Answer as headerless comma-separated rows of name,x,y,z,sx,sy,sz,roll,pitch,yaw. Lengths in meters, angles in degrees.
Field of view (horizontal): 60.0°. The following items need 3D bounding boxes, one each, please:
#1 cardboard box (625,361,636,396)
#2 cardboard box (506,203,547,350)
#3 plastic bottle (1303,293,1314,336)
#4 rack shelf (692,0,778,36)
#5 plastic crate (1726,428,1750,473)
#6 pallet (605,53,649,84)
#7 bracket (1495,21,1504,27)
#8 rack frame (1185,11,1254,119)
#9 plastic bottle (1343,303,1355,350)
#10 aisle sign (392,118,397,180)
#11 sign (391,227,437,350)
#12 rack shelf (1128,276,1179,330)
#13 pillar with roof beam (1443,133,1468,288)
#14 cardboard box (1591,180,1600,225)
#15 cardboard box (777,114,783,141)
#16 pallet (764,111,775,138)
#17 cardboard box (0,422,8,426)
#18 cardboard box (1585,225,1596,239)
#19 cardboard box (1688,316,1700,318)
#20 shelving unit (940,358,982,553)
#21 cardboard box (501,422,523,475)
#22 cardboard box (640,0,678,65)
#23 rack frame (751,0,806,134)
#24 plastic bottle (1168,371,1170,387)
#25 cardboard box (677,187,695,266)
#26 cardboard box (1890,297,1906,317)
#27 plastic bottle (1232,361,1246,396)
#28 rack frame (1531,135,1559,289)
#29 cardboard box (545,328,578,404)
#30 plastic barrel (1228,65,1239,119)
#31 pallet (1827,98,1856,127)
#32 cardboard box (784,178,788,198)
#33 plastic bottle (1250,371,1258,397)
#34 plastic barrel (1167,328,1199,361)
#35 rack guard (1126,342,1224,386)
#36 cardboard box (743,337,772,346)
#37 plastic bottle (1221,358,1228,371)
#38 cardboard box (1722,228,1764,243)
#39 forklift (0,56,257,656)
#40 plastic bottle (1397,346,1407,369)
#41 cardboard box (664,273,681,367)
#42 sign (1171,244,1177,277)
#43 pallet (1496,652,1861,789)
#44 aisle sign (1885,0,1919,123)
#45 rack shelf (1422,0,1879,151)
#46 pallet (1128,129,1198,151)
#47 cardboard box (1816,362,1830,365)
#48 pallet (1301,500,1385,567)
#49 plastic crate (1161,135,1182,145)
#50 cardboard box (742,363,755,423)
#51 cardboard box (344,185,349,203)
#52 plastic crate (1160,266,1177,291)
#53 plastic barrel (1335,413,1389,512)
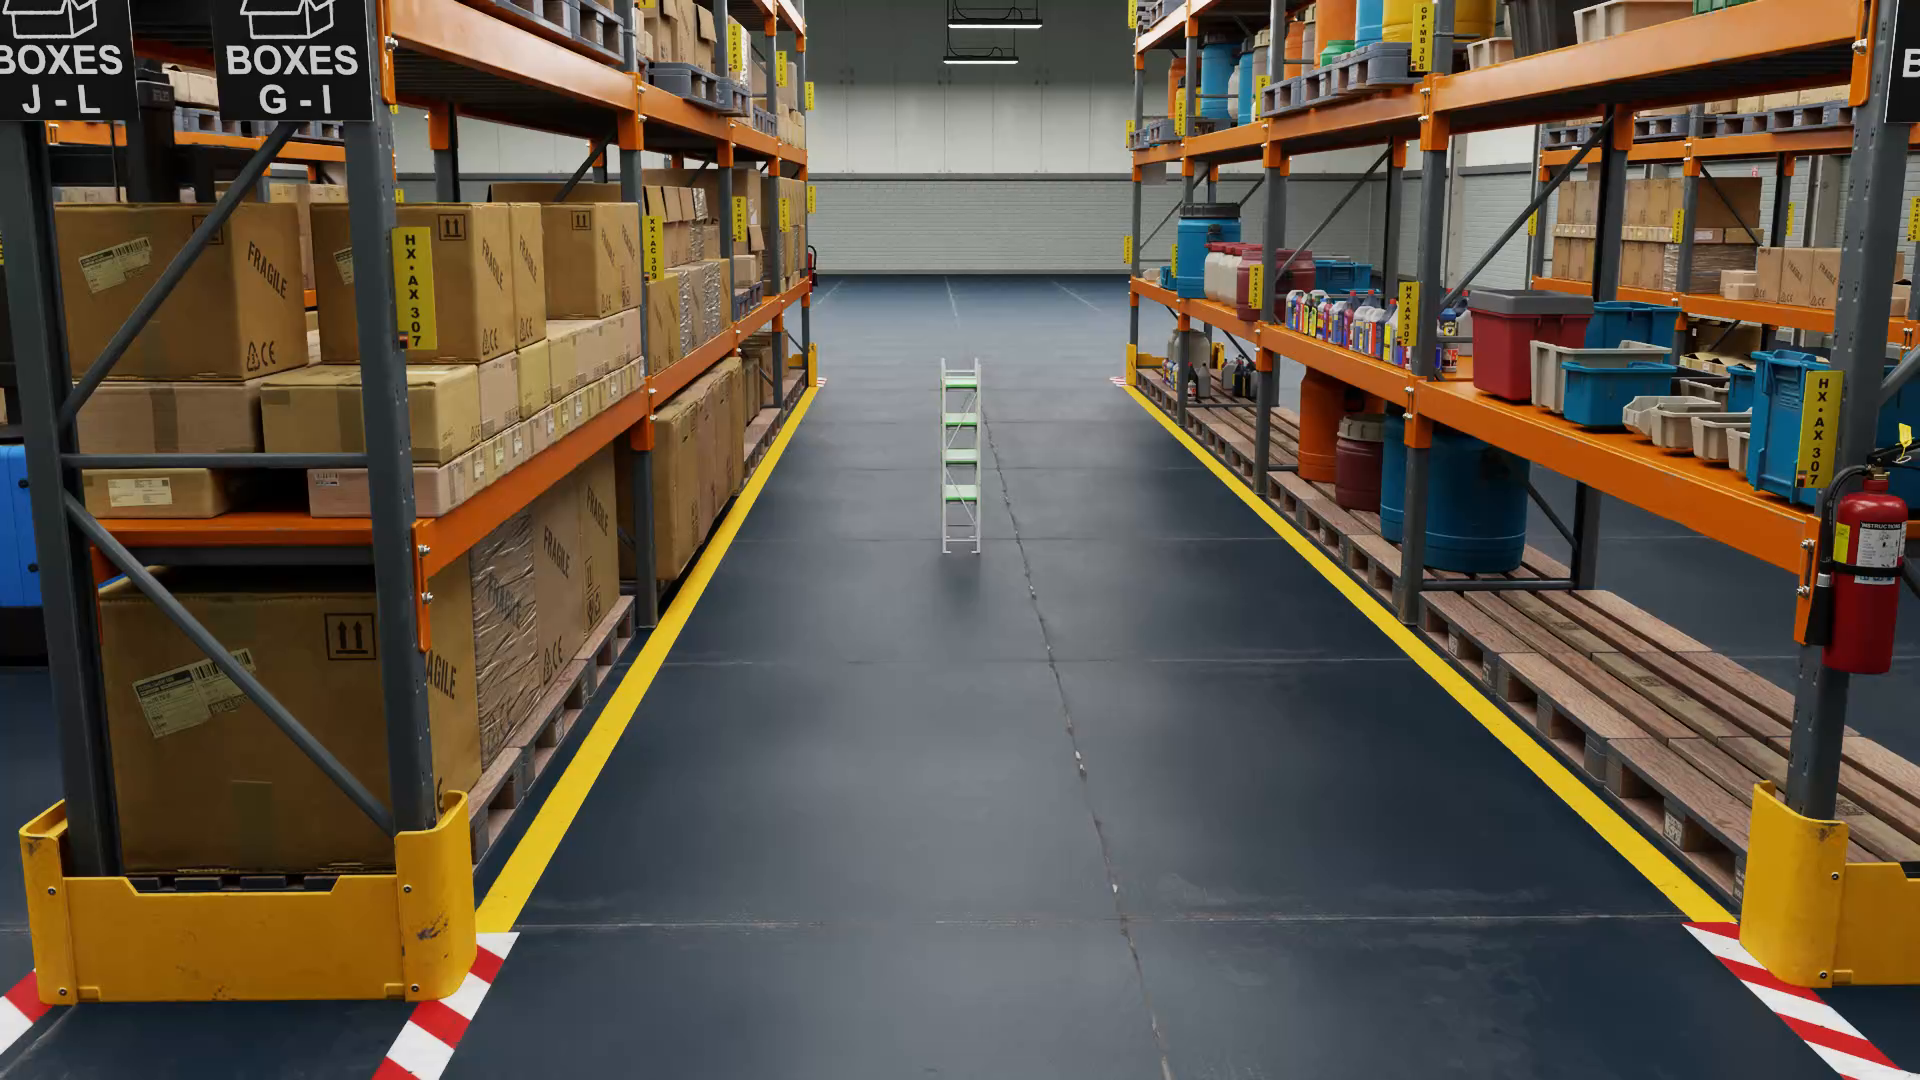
cardboard box,-1.763,-0.772,7.953,0.380,0.149,0.250,0,11,0
cardboard box,-1.787,-0.949,5.938,0.500,0.500,0.500,-1,11,-3
plastic bottle,2.419,-1.558,11.488,0.061,0.283,0.133,0,11,-1
rack shelf,-2.226,-4.590,13.867,1.077,0.370,4.000,0,11,-1
plastic crate,2.734,-0.293,5.469,0.396,0.136,0.243,0,11,-1
pallet,-2.171,-2.564,9.091,0.805,0.209,1.217,-1,11,-3
bracket,12.597,-12.196,39.486,0.076,0.066,4.783,0,11,-1
rack frame,2.684,-5.557,15.815,1.000,3.000,0.127,0,11,-1
plastic bottle,2.442,-1.338,10.401,0.061,0.283,0.133,0,11,-1
aisle sign,-7.013,-4.680,20.046,0.394,0.787,0.004,0,11,-1
sign,-1.465,-0.675,4.465,0.100,0.325,0.005,0,11,-1
rack shelf,2.643,-2.661,18.443,1.077,0.370,4.000,0,11,-1
pillar with roof beam,8.586,-11.010,42.696,9.100,9.000,0.548,0,11,-1
cardboard box,7.579,-3.808,18.770,0.700,0.500,0.500,0,11,-1
cardboard box,-2.021,-4.083,16.474,0.500,0.250,0.500,-1,11,-3
pallet,-2.362,-3.851,15.425,1.213,0.211,1.003,0,11,-1
cardboard box,-6.864,-0.549,11.449,0.500,0.500,0.500,0,11,1
cardboard box,7.370,-3.514,18.953,0.380,0.149,0.250,-1,11,-3
cardboard box,7.907,-2.254,18.596,0.500,0.500,0.500,0,11,-1
shelving unit,0.003,-0.555,10.778,0.258,1.200,0.503,0,11,-1
cardboard box,-1.716,-0.313,5.691,0.380,0.149,0.250,0,11,-2
cardboard box,-2.122,-3.121,10.041,0.797,0.503,0.637,0,11,-2
rack frame,-2.350,-6.331,19.634,1.000,3.000,0.127,0,11,-1
plastic bottle,2.339,-1.786,18.252,0.097,0.201,0.097,0,11,0
cardboard box,-2.176,-2.067,10.927,0.797,0.503,0.637,0,11,0
cardboard box,7.424,-1.895,13.490,0.380,0.149,0.250,0,11,-1
plastic bottle,2.938,-1.695,17.428,0.144,0.351,0.185,0,11,-1
rack frame,7.554,-3.431,20.428,1.000,3.000,0.127,0,11,-1
cardboard box,-1.800,-0.686,6.527,0.500,0.250,0.500,0,11,-2
plastic barrel,2.872,-4.434,16.487,0.421,0.512,0.421,0,11,0
pallet,7.616,-3.353,12.973,1.213,0.211,1.003,0,11,1
cardboard box,-2.035,-3.471,17.109,0.500,0.500,0.500,0,11,-1
plastic bottle,3.082,-1.627,17.276,0.152,0.276,0.135,0,11,1
plastic barrel,2.691,-2.268,19.893,0.421,0.512,0.421,0,11,0
rack guard,2.650,-2.172,20.506,1.175,0.500,0.348,0,11,-1
cardboard box,-2.314,-2.005,18.627,0.500,0.500,0.500,1,11,4
plastic bottle,2.949,-1.882,18.517,0.061,0.283,0.133,0,11,-1
cardboard box,7.825,-3.057,16.701,0.380,0.149,0.250,0,11,-1
forklift,-4.503,-1.113,9.174,1.130,2.935,3.031,0,11,-2
plastic bottle,2.468,-1.092,9.190,0.061,0.283,0.133,0,11,-1
cardboard box,-1.873,-1.247,9.411,0.500,0.500,0.500,0,11,-1
sign,2.134,-2.752,16.384,0.100,0.325,0.005,0,11,-1
pallet,2.932,0.729,6.932,1.003,0.211,1.213,0,11,-1
aisle sign,2.641,-1.490,4.319,0.394,0.787,0.004,0,11,-1
rack shelf,2.891,-1.746,6.387,1.077,0.370,4.000,0,11,-1
pallet,2.521,-4.624,19.239,1.003,0.211,1.213,0,11,-1
cardboard box,7.956,-1.487,15.295,0.500,0.311,0.500,0,11,-1
pallet,2.847,-0.056,10.806,1.003,0.211,1.213,0,11,-1
plastic crate,2.247,-4.275,17.704,0.243,0.136,0.396,0,11,-1
cardboard box,-2.286,-1.370,15.447,0.700,0.500,0.500,0,11,-2
cardboard box,-7.363,-3.699,18.654,0.875,0.550,0.550,0,11,-1
plastic crate,2.390,-2.762,17.505,0.499,0.251,0.616,0,11,-1
plastic barrel,2.817,-0.524,11.105,0.600,0.588,0.708,0,11,-1
